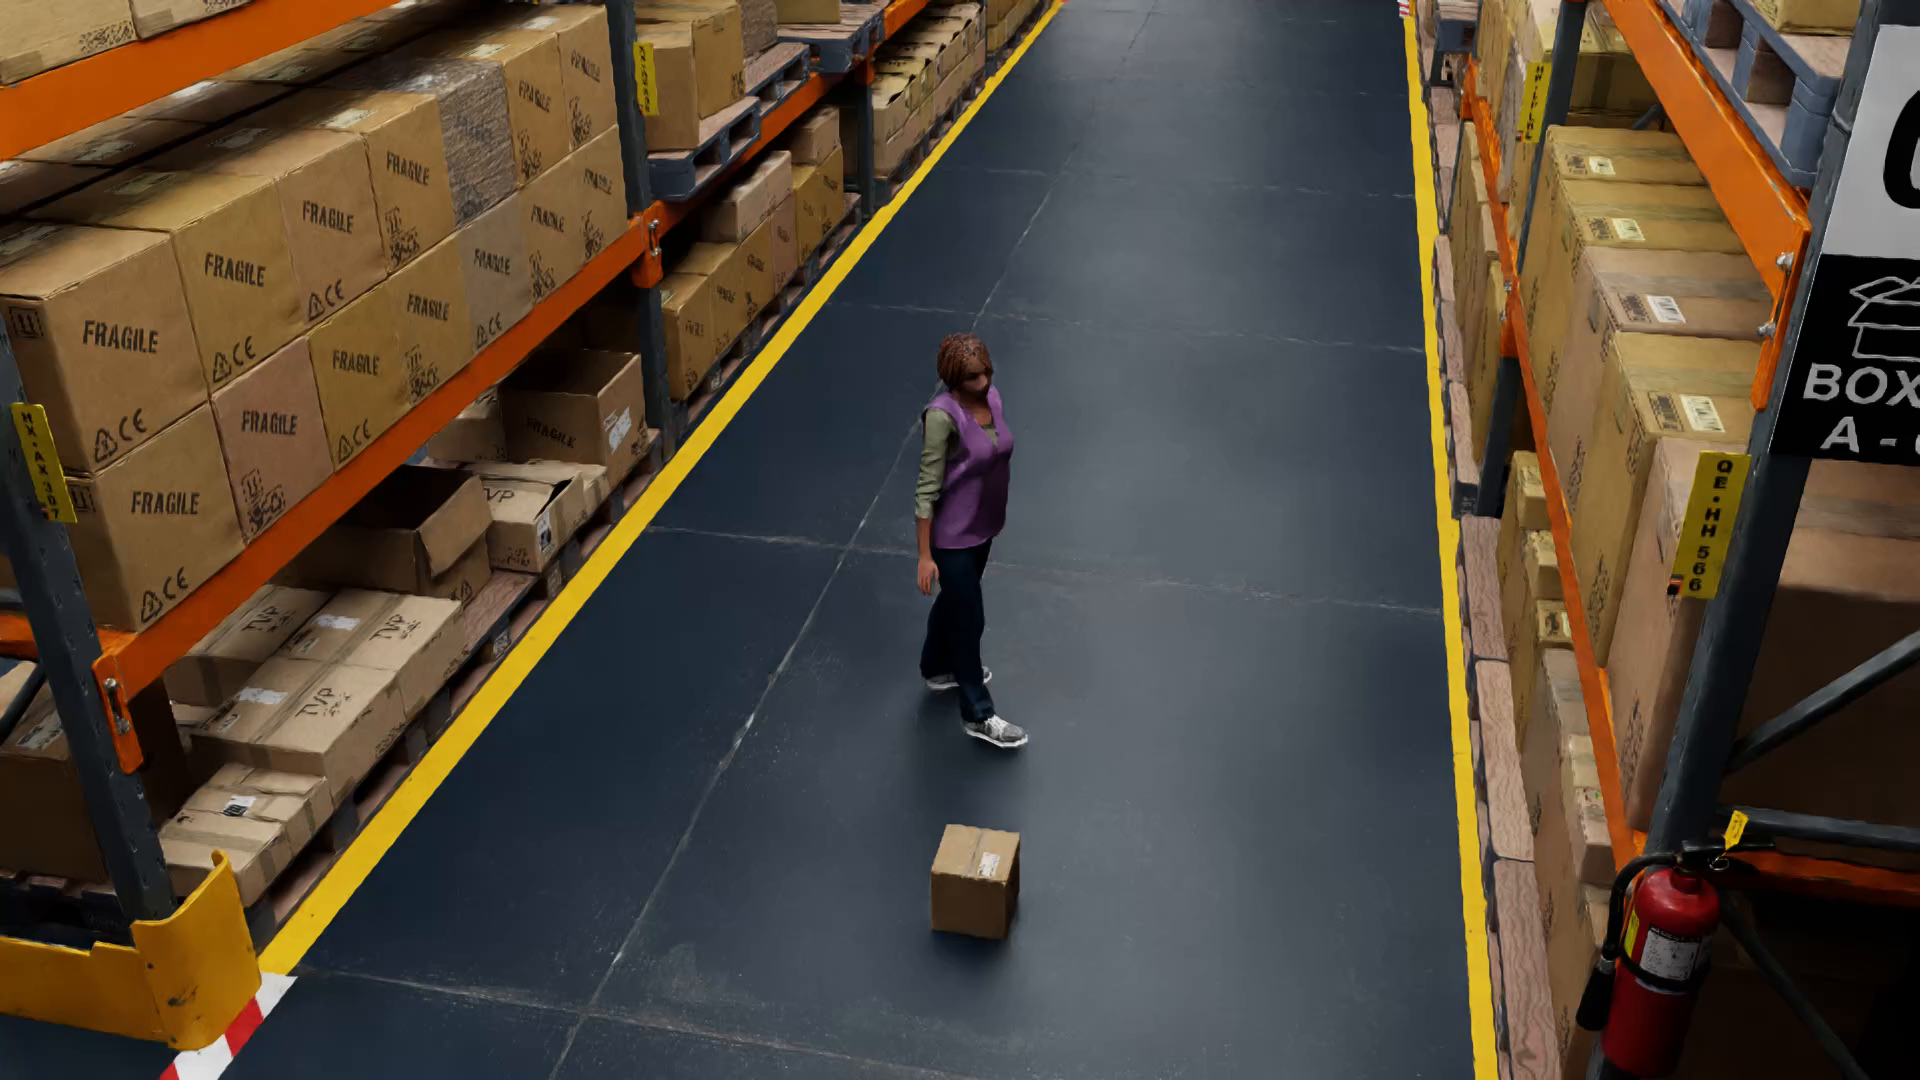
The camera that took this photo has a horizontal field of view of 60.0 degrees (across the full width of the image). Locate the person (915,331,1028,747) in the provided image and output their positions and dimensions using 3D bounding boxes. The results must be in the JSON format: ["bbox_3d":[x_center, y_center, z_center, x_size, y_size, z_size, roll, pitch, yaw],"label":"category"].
[{"bbox_3d":[0.047,0.045,6.121,0.572,1.489,0.604,15,33,25],"label":"person"}]
